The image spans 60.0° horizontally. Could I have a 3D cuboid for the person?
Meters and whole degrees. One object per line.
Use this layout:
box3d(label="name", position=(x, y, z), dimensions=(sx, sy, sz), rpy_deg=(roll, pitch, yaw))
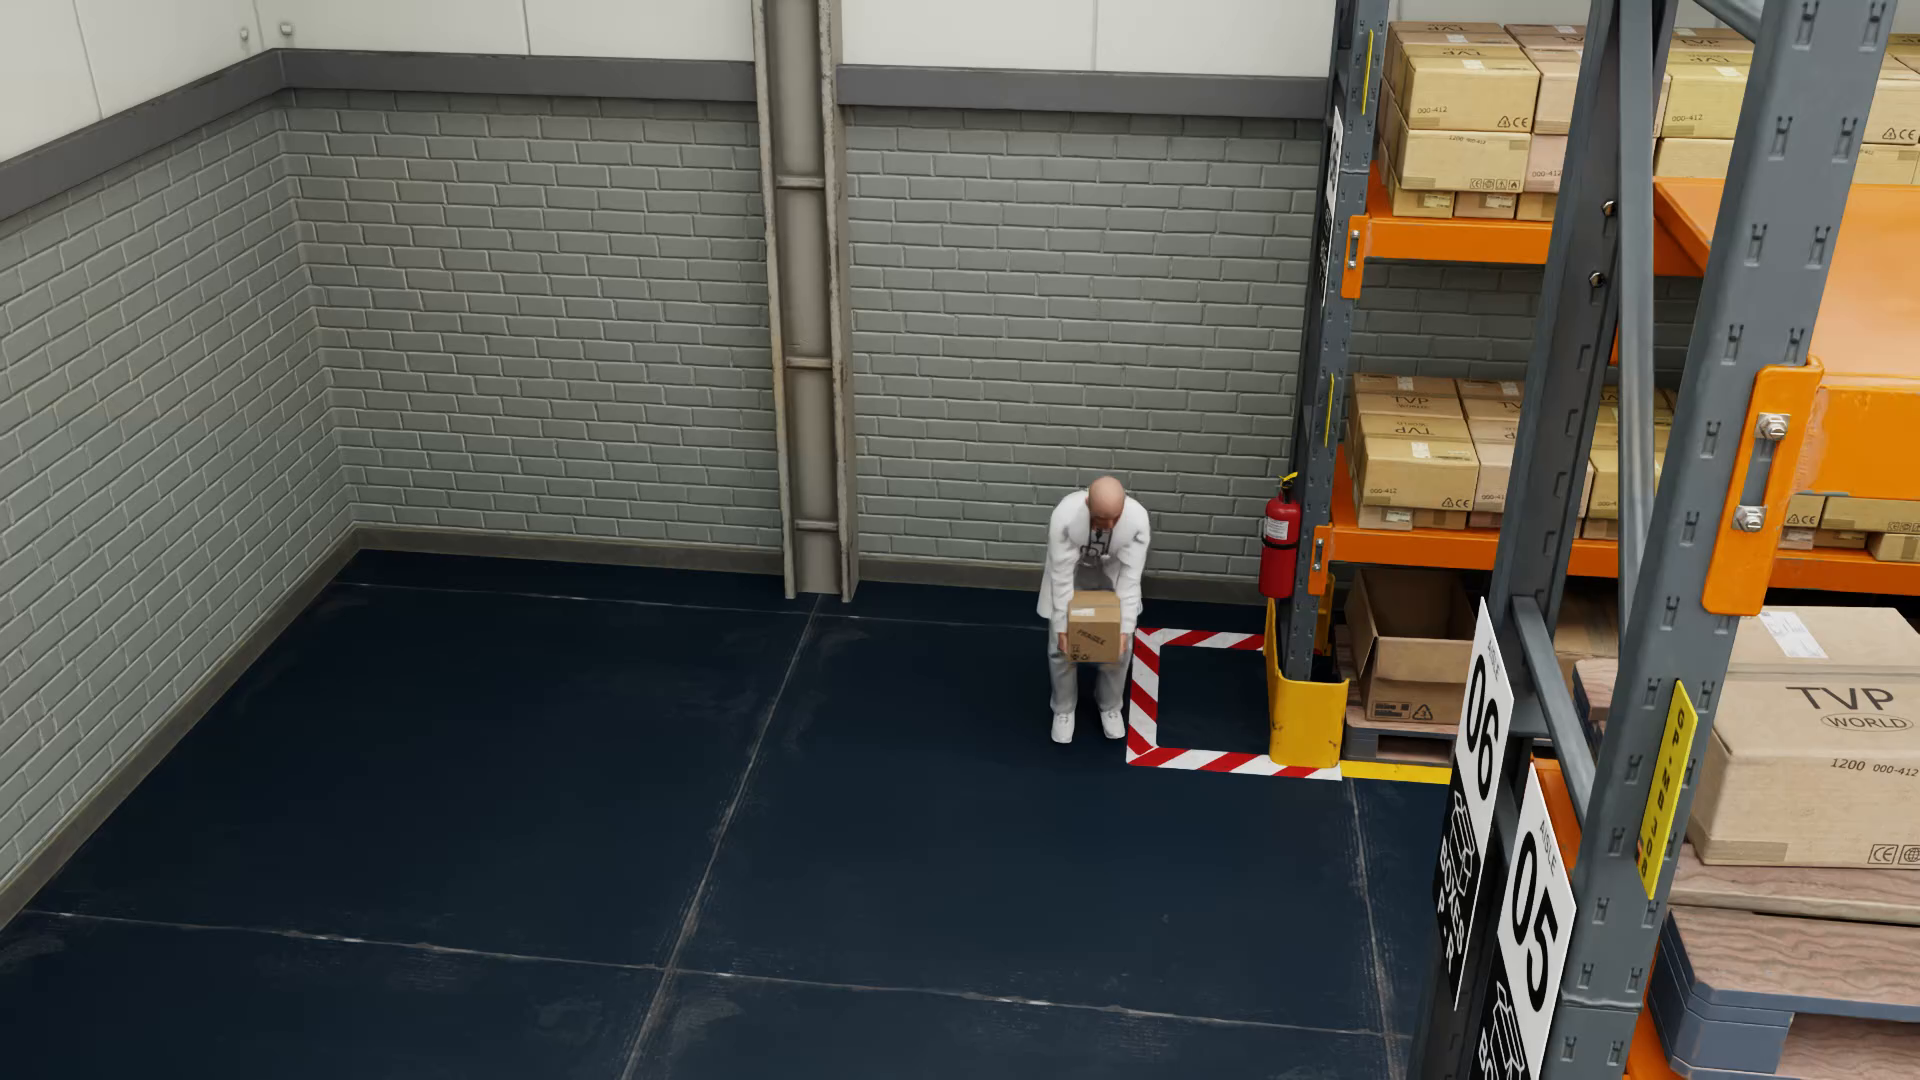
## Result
box3d(label="person", position=(0.656, 0.307, 8.247), dimensions=(0.546, 1.608, 0.717), rpy_deg=(0, 28, 0))
